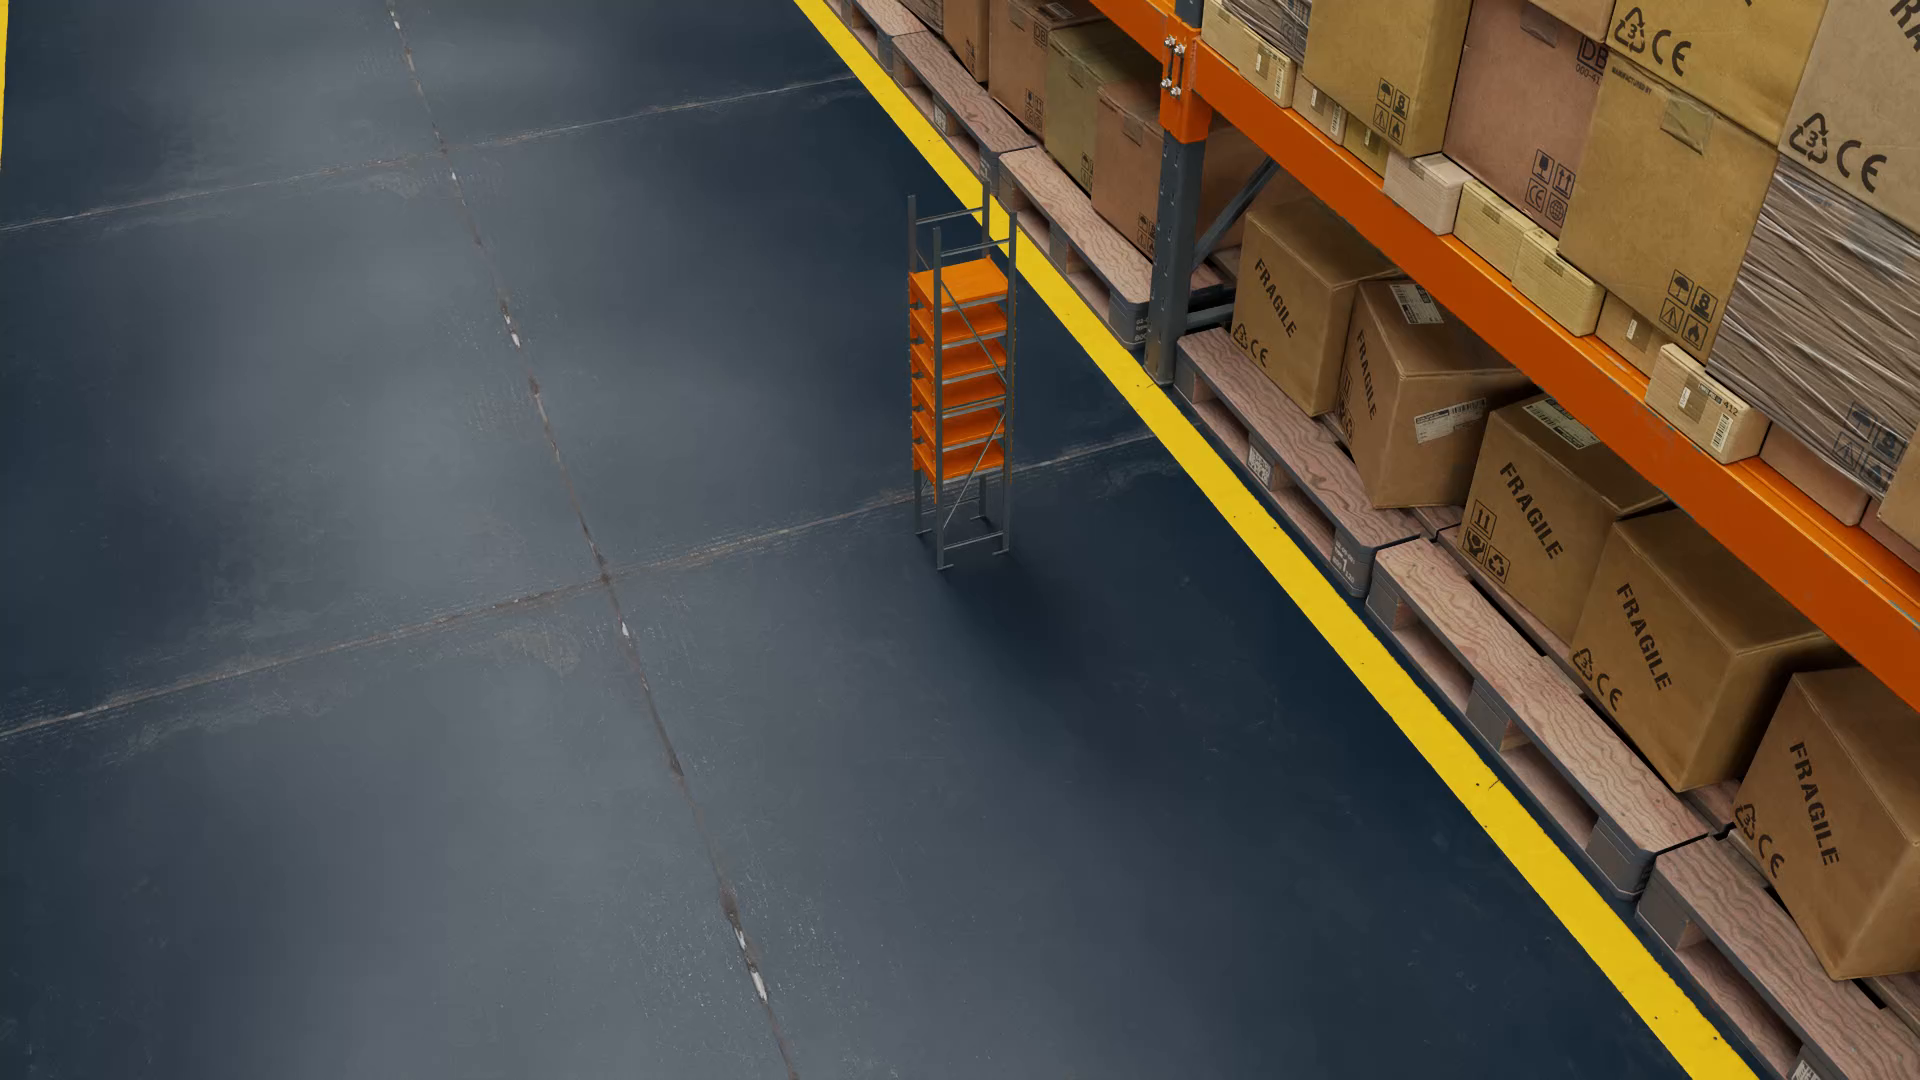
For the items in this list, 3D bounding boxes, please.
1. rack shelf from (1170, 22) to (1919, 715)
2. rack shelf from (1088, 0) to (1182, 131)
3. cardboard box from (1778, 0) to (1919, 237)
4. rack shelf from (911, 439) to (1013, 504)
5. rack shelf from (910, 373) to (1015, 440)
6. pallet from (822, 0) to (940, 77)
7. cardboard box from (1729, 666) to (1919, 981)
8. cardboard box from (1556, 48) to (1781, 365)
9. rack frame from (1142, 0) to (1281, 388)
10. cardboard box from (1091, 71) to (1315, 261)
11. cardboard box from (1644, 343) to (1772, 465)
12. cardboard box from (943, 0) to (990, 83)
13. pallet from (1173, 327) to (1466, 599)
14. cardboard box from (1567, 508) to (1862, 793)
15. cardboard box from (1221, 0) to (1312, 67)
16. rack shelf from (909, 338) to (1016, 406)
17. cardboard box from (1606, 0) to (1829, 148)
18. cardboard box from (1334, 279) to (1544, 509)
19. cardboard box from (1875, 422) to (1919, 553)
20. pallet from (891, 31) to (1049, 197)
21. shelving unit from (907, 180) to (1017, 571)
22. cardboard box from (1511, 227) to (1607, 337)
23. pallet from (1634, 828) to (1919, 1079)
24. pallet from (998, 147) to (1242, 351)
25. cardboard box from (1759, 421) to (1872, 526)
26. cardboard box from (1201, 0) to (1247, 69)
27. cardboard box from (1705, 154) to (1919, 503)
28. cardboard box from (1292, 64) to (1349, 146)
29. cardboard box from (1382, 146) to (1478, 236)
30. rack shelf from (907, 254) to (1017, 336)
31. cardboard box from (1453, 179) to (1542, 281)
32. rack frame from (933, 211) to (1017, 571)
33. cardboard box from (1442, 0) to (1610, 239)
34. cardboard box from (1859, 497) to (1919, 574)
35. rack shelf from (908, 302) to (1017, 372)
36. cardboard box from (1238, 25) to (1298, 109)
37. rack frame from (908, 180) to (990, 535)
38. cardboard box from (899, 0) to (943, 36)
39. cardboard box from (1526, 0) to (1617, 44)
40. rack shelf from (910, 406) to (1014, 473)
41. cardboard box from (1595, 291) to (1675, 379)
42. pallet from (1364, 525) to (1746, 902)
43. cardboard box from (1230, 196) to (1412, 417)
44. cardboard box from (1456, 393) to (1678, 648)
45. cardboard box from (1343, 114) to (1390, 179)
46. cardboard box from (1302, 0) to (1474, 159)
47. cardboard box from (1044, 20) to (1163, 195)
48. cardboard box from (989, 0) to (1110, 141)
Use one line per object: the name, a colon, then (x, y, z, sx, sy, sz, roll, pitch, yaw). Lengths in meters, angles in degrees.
rack shelf: (1.905, -0.358, 3.918, 1.077, 0.370, 4.000, -15, 43, -17)
rack shelf: (0.375, -2.768, 6.720, 1.077, 0.370, 4.000, -15, 43, -17)
cardboard box: (1.846, -0.827, 2.840, 0.500, 0.500, 0.500, -15, 43, -17)
rack shelf: (0.006, -0.231, 5.034, 0.258, 0.103, 0.180, -15, 43, -17)
rack shelf: (0.006, -0.413, 4.878, 0.258, 0.103, 0.180, -15, 43, -17)
pallet: (-0.093, -2.717, 8.248, 1.003, 0.211, 1.213, -15, 43, -17)
cardboard box: (2.187, 0.630, 3.812, 0.500, 0.500, 0.500, -5, 41, -6)
cardboard box: (1.851, -0.803, 3.578, 0.875, 0.500, 0.500, -15, 43, -17)
rack frame: (1.140, -1.836, 5.084, 1.000, 3.000, 0.127, -15, 43, -17)
cardboard box: (0.925, -1.430, 6.192, 0.700, 0.500, 0.500, -18, 44, -20)
cardboard box: (1.700, -0.329, 3.524, 0.380, 0.149, 0.250, -15, 43, -17)
cardboard box: (0.332, -2.395, 7.314, 0.700, 0.500, 0.500, -12, 42, -13)
pallet: (1.430, -0.383, 5.533, 1.003, 0.211, 1.213, -15, 43, -17)
cardboard box: (1.965, 0.248, 4.256, 0.500, 0.500, 0.500, -11, 42, -13)
cardboard box: (1.255, -1.700, 4.622, 0.875, 0.500, 0.500, -15, 43, -17)
rack shelf: (0.006, -0.504, 4.799, 0.258, 0.103, 0.180, -15, 43, -17)
cardboard box: (1.662, -1.131, 3.193, 0.500, 0.500, 0.500, -15, 43, -17)
cardboard box: (1.482, -0.453, 5.072, 0.500, 0.500, 0.500, -3, 41, -3)
cardboard box: (2.183, -0.186, 2.861, 0.875, 0.500, 0.500, -15, 43, -17)
pallet: (0.370, -1.983, 7.394, 1.003, 0.211, 1.213, -15, 43, -17)
shelving unit: (0.006, -0.446, 4.849, 0.258, 1.200, 0.189, -15, 43, -17)
cardboard box: (1.531, -0.636, 3.882, 0.380, 0.149, 0.250, -15, 43, -17)
pallet: (2.363, 1.087, 3.824, 1.003, 0.211, 1.213, -15, 43, -17)
pallet: (0.841, -1.247, 6.539, 1.003, 0.211, 1.213, -15, 43, -17)
cardboard box: (1.877, -0.200, 3.375, 0.380, 0.149, 0.250, -15, 43, -17)
cardboard box: (0.944, -1.536, 4.928, 0.380, 0.149, 0.250, -15, 43, -17)
cardboard box: (2.032, -0.498, 3.224, 0.875, 0.500, 0.500, -15, 43, -17)
cardboard box: (1.149, -1.239, 4.582, 0.380, 0.149, 0.250, -15, 43, -17)
cardboard box: (1.311, -0.929, 4.223, 0.380, 0.149, 0.250, -15, 43, -17)
rack shelf: (0.006, -0.685, 4.643, 0.258, 0.103, 0.180, -15, 43, -17)
cardboard box: (1.445, -0.789, 4.060, 0.380, 0.149, 0.250, -15, 43, -17)
rack frame: (0.041, -0.391, 4.785, 0.240, 1.200, 0.006, -15, 43, -17)
cardboard box: (1.698, -1.114, 3.940, 0.875, 0.500, 0.500, -15, 43, -17)
cardboard box: (1.994, -0.055, 3.206, 0.380, 0.149, 0.250, -15, 43, -17)
rack shelf: (0.006, -0.594, 4.721, 0.258, 0.103, 0.180, -15, 43, -17)
cardboard box: (1.028, -1.382, 4.750, 0.380, 0.149, 0.250, -15, 43, -17)
rack frame: (-0.029, -0.501, 4.913, 0.240, 1.200, 0.006, -15, 43, -17)
cardboard box: (0.108, -2.735, 7.710, 0.700, 0.500, 0.500, -19, 44, -20)
cardboard box: (1.461, -1.429, 3.540, 0.500, 0.500, 0.500, -15, 43, -17)
rack shelf: (0.006, -0.322, 4.956, 0.258, 0.103, 0.180, -15, 43, -17)
cardboard box: (1.668, -0.497, 3.720, 0.380, 0.149, 0.250, -15, 43, -17)
pallet: (1.900, 0.353, 4.677, 1.003, 0.211, 1.213, -15, 43, -17)
cardboard box: (1.256, -0.796, 5.471, 0.500, 0.500, 0.500, -16, 43, -18)
cardboard box: (1.792, -0.099, 4.660, 0.500, 0.500, 0.500, -19, 44, -21)
cardboard box: (1.254, -1.090, 4.410, 0.380, 0.149, 0.250, -15, 43, -17)
cardboard box: (1.414, -1.390, 4.261, 0.875, 0.500, 0.500, -15, 43, -17)
cardboard box: (0.760, -1.722, 6.532, 0.700, 0.500, 0.500, -15, 43, -17)
cardboard box: (0.545, -2.059, 6.924, 0.700, 0.500, 0.500, -19, 44, -20)
